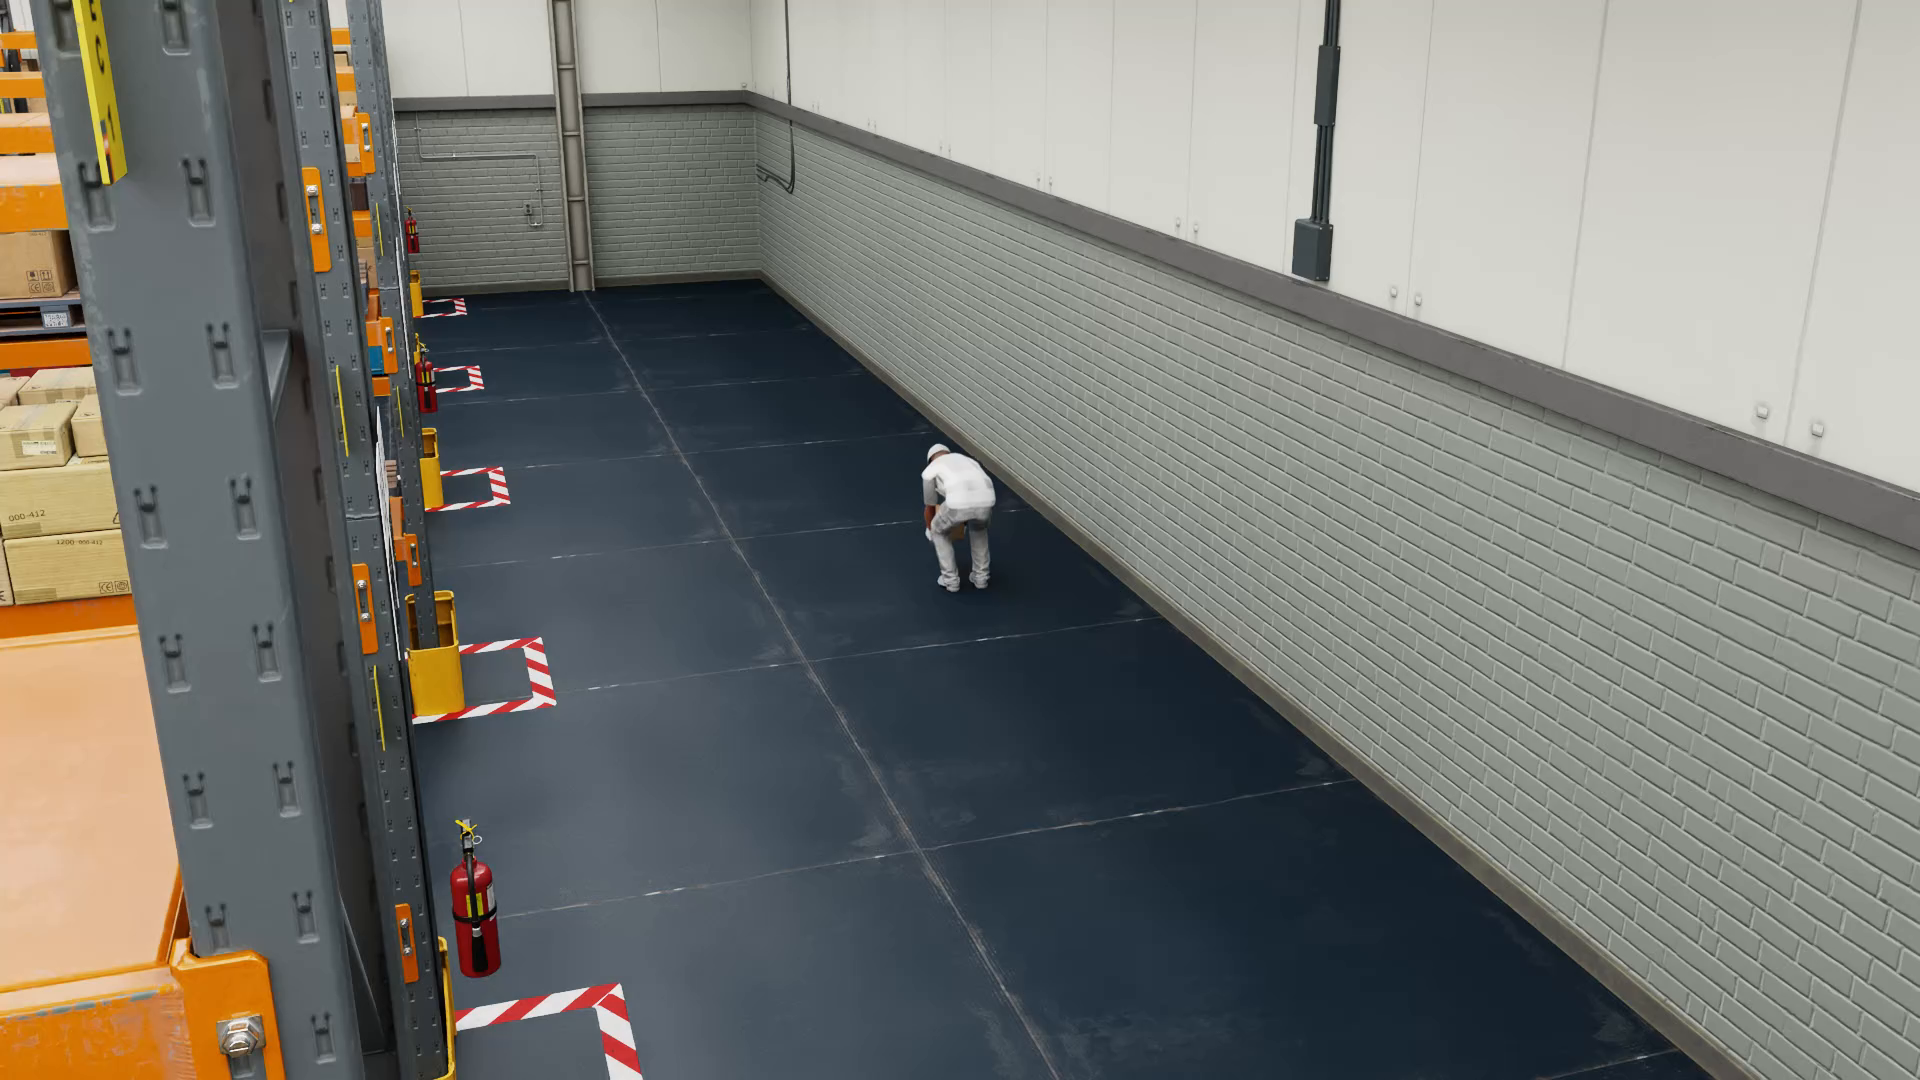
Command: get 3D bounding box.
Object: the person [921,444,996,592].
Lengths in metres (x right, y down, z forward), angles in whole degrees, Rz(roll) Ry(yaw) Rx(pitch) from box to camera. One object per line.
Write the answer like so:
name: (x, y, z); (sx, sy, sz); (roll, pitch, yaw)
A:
person: (-0.039, -0.190, 14.188); (0.534, 1.104, 0.976); (-7, 20, -20)
